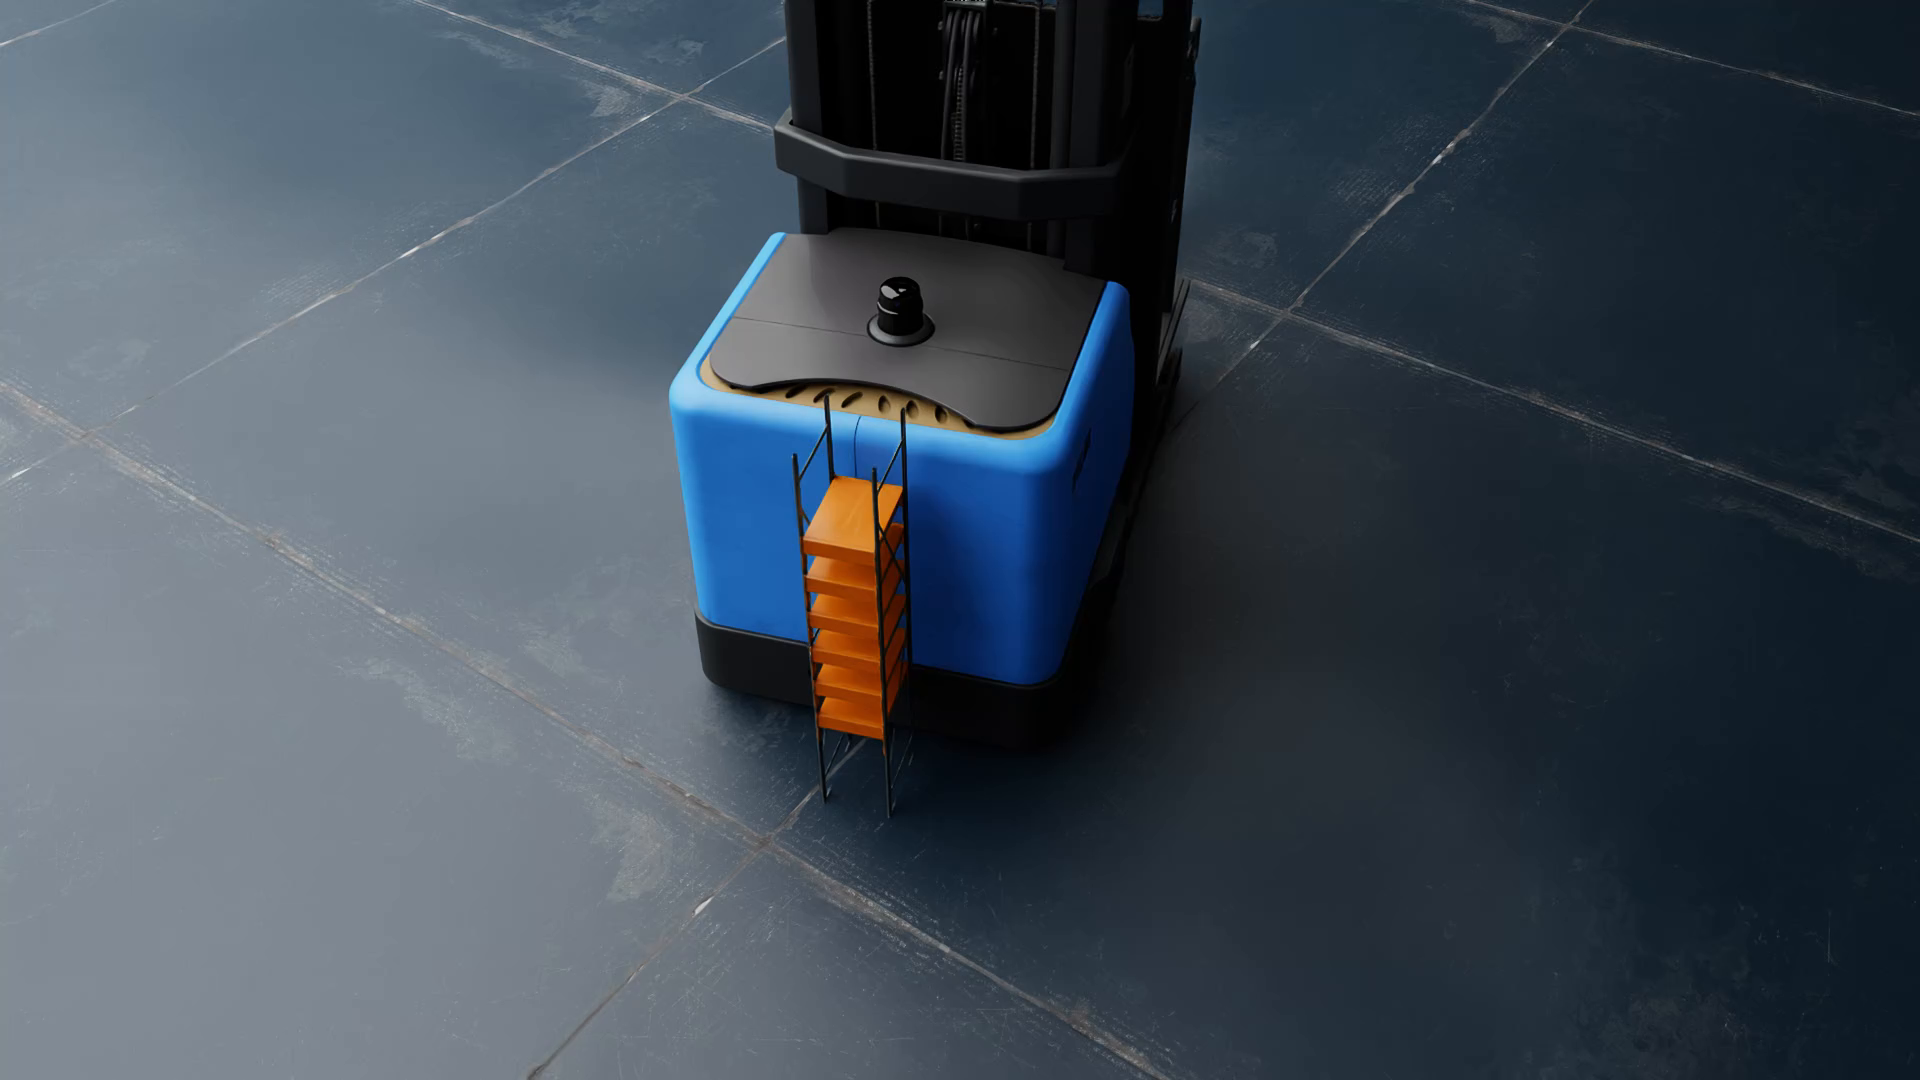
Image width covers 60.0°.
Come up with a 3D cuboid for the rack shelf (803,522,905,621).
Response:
[{"bbox_3d":[-0.247,0.058,3.991,0.180,0.103,0.258,10,43,11],"label":"rack shelf"}]

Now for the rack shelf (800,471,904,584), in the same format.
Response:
[{"bbox_3d":[-0.247,-0.031,3.910,0.180,0.103,0.258,10,43,11],"label":"rack shelf"}]

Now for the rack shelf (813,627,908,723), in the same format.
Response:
[{"bbox_3d":[-0.246,0.325,4.232,0.180,0.103,0.258,10,43,11],"label":"rack shelf"}]

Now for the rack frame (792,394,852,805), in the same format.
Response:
[{"bbox_3d":[-0.335,0.187,4.140,0.006,1.200,0.240,10,43,11],"label":"rack frame"}]

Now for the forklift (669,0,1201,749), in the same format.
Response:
[{"bbox_3d":[0.146,-1.521,4.751,1.130,2.935,3.031,10,43,11],"label":"forklift"}]

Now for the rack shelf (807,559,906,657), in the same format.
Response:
[{"bbox_3d":[-0.247,0.147,4.071,0.180,0.103,0.258,10,43,11],"label":"rack shelf"}]

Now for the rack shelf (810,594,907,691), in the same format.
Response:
[{"bbox_3d":[-0.246,0.236,4.152,0.180,0.103,0.258,10,43,11],"label":"rack shelf"}]

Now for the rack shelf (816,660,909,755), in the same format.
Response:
[{"bbox_3d":[-0.246,0.414,4.313,0.180,0.103,0.258,10,43,11],"label":"rack shelf"}]

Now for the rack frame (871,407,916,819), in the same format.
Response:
[{"bbox_3d":[-0.158,0.219,4.104,0.006,1.200,0.240,10,43,11],"label":"rack frame"}]

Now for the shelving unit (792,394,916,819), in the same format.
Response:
[{"bbox_3d":[-0.246,0.203,4.122,0.189,1.200,0.258,10,43,11],"label":"shelving unit"}]
